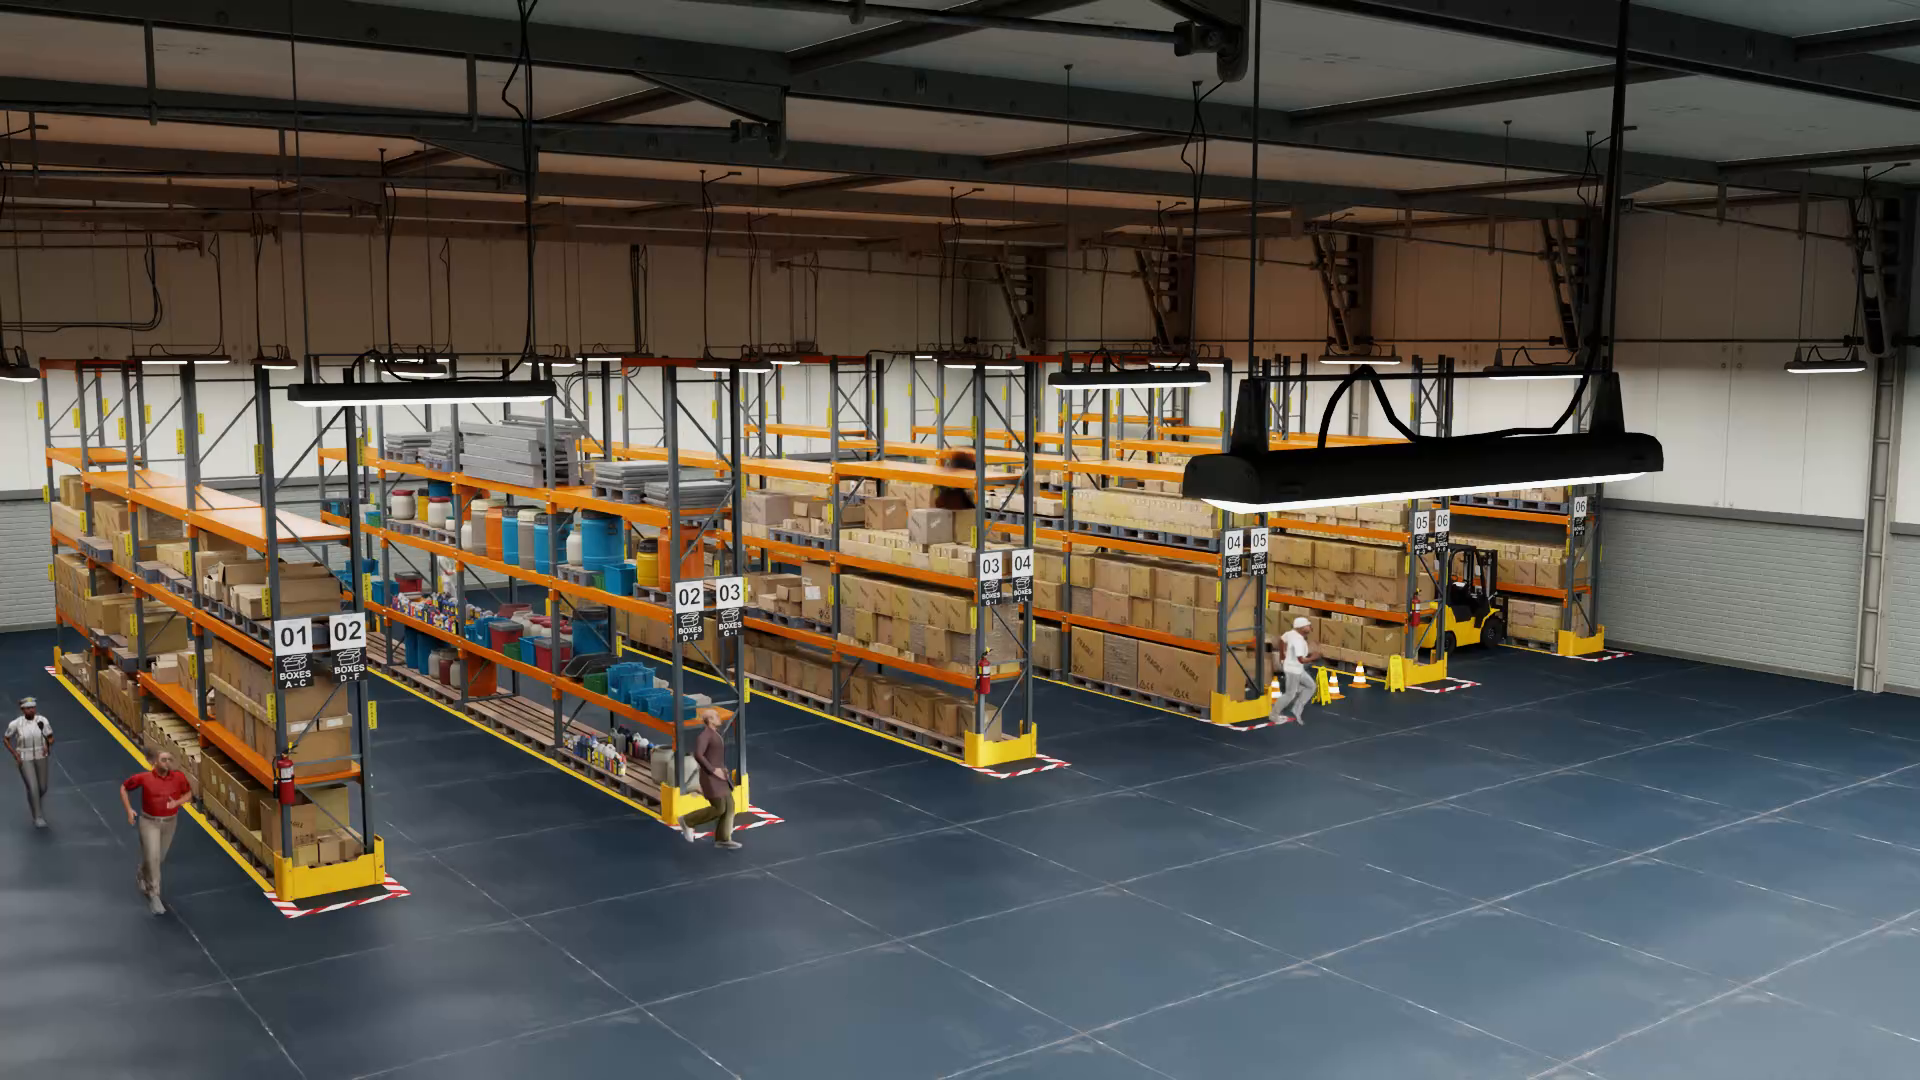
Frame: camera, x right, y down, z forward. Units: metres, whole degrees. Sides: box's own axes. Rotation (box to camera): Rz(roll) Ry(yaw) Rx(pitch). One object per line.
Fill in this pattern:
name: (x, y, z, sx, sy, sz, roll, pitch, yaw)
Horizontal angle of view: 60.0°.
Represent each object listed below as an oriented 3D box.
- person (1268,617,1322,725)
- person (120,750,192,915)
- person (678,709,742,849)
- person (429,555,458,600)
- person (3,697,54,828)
person: (5.313, 2.080, 26.344, 0.802, 1.746, 0.733, 1, 7, 8)
person: (-9.032, 3.231, 18.799, 0.943, 1.734, 0.675, 6, 9, 40)
person: (-3.105, 2.978, 20.893, 0.816, 1.713, 0.775, 0, 7, 4)
person: (-11.556, 0.980, 37.281, 0.818, 1.806, 0.667, -3, 7, -23)
person: (-12.223, 2.882, 21.875, 0.585, 1.695, 0.727, -6, 9, -42)
